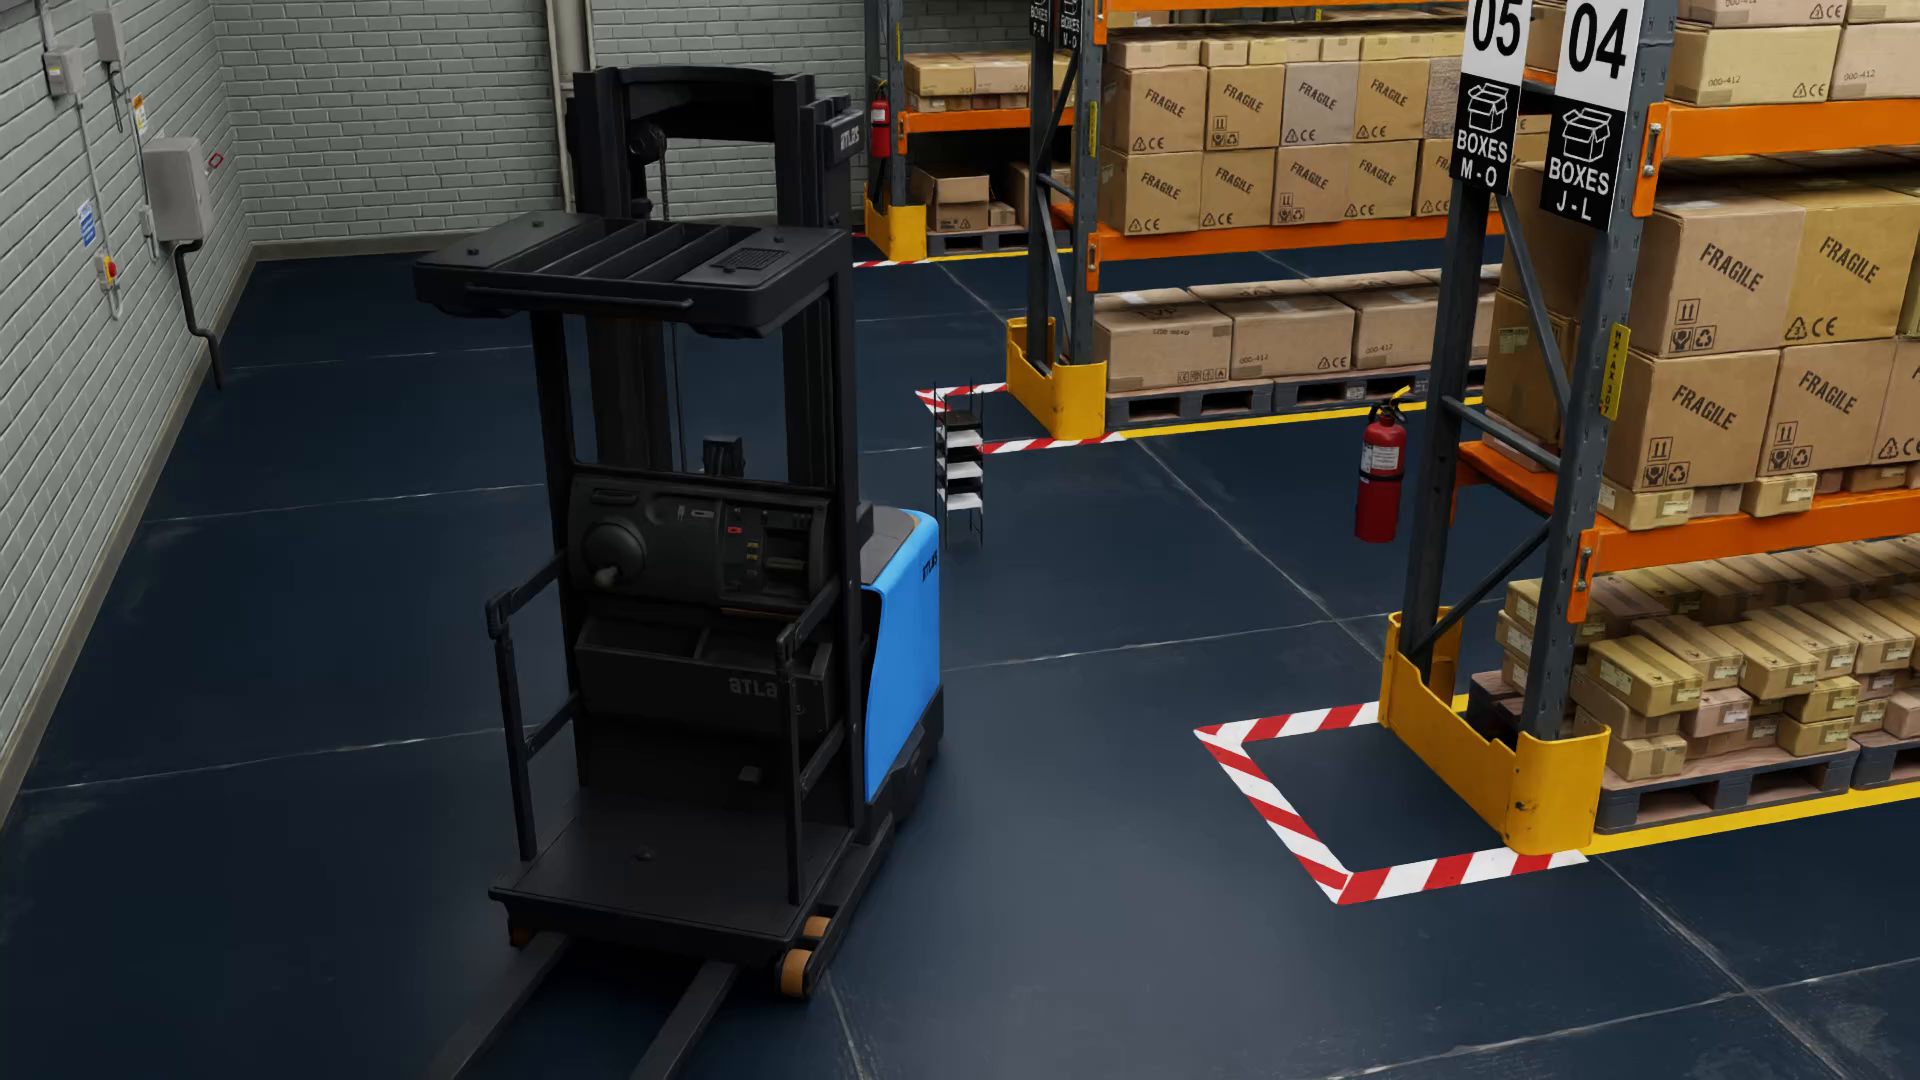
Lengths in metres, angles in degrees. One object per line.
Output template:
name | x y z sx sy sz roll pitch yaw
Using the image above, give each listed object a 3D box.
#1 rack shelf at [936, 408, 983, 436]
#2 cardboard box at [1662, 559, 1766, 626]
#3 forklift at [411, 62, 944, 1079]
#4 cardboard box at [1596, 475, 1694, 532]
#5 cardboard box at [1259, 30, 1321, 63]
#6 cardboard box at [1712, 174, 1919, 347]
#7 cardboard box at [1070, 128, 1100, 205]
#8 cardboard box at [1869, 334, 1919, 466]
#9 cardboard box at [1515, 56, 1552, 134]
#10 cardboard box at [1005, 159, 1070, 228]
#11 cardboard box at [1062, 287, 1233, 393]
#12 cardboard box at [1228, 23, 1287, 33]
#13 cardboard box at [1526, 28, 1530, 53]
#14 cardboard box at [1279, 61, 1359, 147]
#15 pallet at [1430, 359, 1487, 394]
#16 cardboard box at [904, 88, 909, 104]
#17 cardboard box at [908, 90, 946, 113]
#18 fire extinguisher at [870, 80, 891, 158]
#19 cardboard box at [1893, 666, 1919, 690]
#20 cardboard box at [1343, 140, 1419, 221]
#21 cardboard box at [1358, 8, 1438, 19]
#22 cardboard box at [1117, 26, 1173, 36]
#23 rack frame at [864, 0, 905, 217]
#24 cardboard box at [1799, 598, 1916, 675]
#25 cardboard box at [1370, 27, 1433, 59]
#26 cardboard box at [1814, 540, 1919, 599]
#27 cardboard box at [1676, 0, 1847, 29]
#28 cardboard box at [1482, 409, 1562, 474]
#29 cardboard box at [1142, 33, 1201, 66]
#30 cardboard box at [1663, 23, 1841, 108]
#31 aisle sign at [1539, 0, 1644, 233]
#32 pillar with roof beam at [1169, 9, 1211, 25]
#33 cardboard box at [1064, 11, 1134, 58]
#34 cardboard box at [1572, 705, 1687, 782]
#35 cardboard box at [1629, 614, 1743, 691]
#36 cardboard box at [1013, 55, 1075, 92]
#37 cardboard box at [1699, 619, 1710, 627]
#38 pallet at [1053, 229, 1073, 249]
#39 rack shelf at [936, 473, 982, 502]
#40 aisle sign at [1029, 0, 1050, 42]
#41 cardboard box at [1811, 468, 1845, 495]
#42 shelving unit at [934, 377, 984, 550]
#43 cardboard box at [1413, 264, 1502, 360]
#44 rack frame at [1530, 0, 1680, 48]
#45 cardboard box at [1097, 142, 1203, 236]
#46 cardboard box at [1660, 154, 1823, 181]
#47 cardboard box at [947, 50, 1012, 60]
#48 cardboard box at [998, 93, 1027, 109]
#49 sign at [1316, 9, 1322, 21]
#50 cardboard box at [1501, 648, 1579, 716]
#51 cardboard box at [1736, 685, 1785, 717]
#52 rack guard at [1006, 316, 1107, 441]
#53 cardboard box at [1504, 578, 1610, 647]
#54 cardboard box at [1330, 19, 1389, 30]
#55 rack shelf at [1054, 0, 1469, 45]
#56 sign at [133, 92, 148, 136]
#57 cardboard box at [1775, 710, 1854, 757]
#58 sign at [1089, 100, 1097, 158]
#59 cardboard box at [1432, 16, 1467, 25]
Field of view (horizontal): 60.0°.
rack shelf | -0.008 -0.630 8.977 0.200 0.077 0.258 -6 24 -14
cardboard box | 3.271 0.221 7.258 0.250 0.149 0.380 -7 24 -16
forklift | -0.950 0.035 5.452 1.130 2.935 3.031 6 24 14
cardboard box | 2.491 -0.180 6.184 0.250 0.149 0.380 -7 24 -15
cardboard box | 2.074 -3.112 10.482 0.250 0.149 0.380 -6 24 -14
cardboard box | 3.079 -1.031 6.076 0.500 0.500 0.500 -6 24 -13
cardboard box | 1.049 -2.452 11.033 0.500 0.500 0.500 -6 24 -14
cardboard box | 3.581 -0.625 6.399 0.500 0.500 0.500 -6 24 -14
cardboard box | 3.637 -2.979 10.995 0.500 0.500 0.500 -7 24 -15
cardboard box | 0.760 -3.288 15.746 0.500 0.500 0.700 -5 24 -12
cardboard box | 1.265 -1.378 11.374 0.875 0.438 0.875 -7 24 -16
cardboard box | 1.936 -3.280 10.872 0.250 0.149 0.380 -7 24 -15
cardboard box | 3.532 -3.286 10.888 0.250 0.149 0.380 -7 24 -15
cardboard box | 2.184 -2.818 10.618 0.500 0.500 0.500 -6 24 -15
pallet | 3.754 -1.347 12.122 1.213 0.211 1.003 -6 24 -14
cardboard box | -0.442 -4.160 15.459 0.250 0.149 0.380 -7 24 -15
cardboard box | -0.298 -3.954 14.978 0.250 0.149 0.380 -6 24 -15
fire extinguisher | -0.705 -3.740 14.733 0.183 0.674 0.296 -6 24 -14
cardboard box | 3.911 0.474 7.047 0.250 0.149 0.380 -5 24 -12
cardboard box | 2.648 -2.414 10.944 0.500 0.500 0.500 -6 24 -13
cardboard box | 4.188 -4.825 16.031 0.500 0.500 0.700 -6 24 -14
cardboard box | 1.186 -3.208 10.705 0.250 0.149 0.380 -6 24 -13
rack frame | -0.688 -4.138 15.090 0.127 3.000 1.000 -6 24 -14
cardboard box | 3.683 0.394 6.855 0.250 0.149 0.380 -5 24 -12
cardboard box | 2.816 -3.186 10.653 0.250 0.149 0.380 -6 24 -14
cardboard box | 4.043 0.147 7.432 0.250 0.149 0.380 -6 24 -14
cardboard box | 2.593 -1.874 5.565 0.500 0.250 0.500 -6 24 -14
cardboard box | 2.328 -0.412 6.725 0.250 0.149 0.380 -6 24 -14
cardboard box | 1.306 -3.045 10.326 0.250 0.149 0.380 -6 24 -13
cardboard box | 2.592 -1.646 5.668 0.500 0.250 0.500 -5 24 -12
aisle sign | 2.101 -1.458 5.548 0.004 0.787 0.394 -6 24 -14
pillar with roof beam | 3.412 -5.955 11.716 0.400 9.000 9.100 -6 24 -14
cardboard box | 1.266 -4.656 15.160 0.500 0.500 0.500 -6 24 -13
cardboard box | 2.681 0.797 6.670 0.250 0.149 0.380 -6 24 -13
cardboard box | 2.920 0.456 6.711 0.250 0.149 0.380 -6 24 -13
cardboard box | 0.794 -4.261 15.189 0.500 0.250 0.500 -7 24 -15
cardboard box | 3.308 0.385 7.255 0.250 0.149 0.380 -7 24 -15
pallet | 1.325 -3.078 16.157 1.213 0.211 1.003 -6 24 -14
rack shelf | -0.008 -0.299 9.119 0.200 0.077 0.258 -6 24 -14
aisle sign | 0.503 -3.559 10.443 0.004 0.787 0.394 -6 24 -14
cardboard box | 3.211 -0.311 6.489 0.250 0.149 0.380 -5 24 -12
shelving unit | -0.008 -0.413 9.071 0.210 0.900 0.258 -6 24 -14
cardboard box | 3.874 -1.670 12.054 0.875 0.438 0.875 -7 24 -15
rack frame | 2.091 -3.142 5.161 0.127 3.000 1.000 -6 24 -14
cardboard box | 1.196 -2.242 10.544 0.500 0.500 0.500 -7 24 -15
cardboard box | 2.952 -1.225 6.528 0.500 0.500 0.500 -7 24 -16
cardboard box | 0.180 -4.410 15.537 0.500 0.250 0.500 -6 24 -14
cardboard box | 0.438 -4.043 15.187 0.250 0.149 0.380 -6 24 -13
sign | 3.317 -4.757 15.434 0.005 0.325 0.100 -6 24 -14
cardboard box | 2.541 0.596 7.139 0.250 0.149 0.380 -6 24 -13
cardboard box | 3.155 0.569 6.825 0.250 0.149 0.380 -6 24 -14
rack guard | 0.633 -1.103 11.186 0.348 0.500 1.175 -6 24 -14
cardboard box | 2.532 0.306 7.062 0.250 0.149 0.380 -6 24 -14
cardboard box | 2.662 -3.393 11.137 0.250 0.149 0.380 -6 24 -14
rack shelf | 2.582 -3.515 10.746 4.000 0.370 1.077 -6 24 -14
sign | -5.378 -2.794 10.910 0.001 0.242 0.339 -6 24 -14
cardboard box | 3.424 0.724 6.842 0.250 0.149 0.380 -6 24 -14
sign | 0.800 -2.477 10.020 0.005 0.325 0.100 -6 24 -14
cardboard box | 3.400 -3.469 11.312 0.250 0.149 0.380 -6 24 -15
